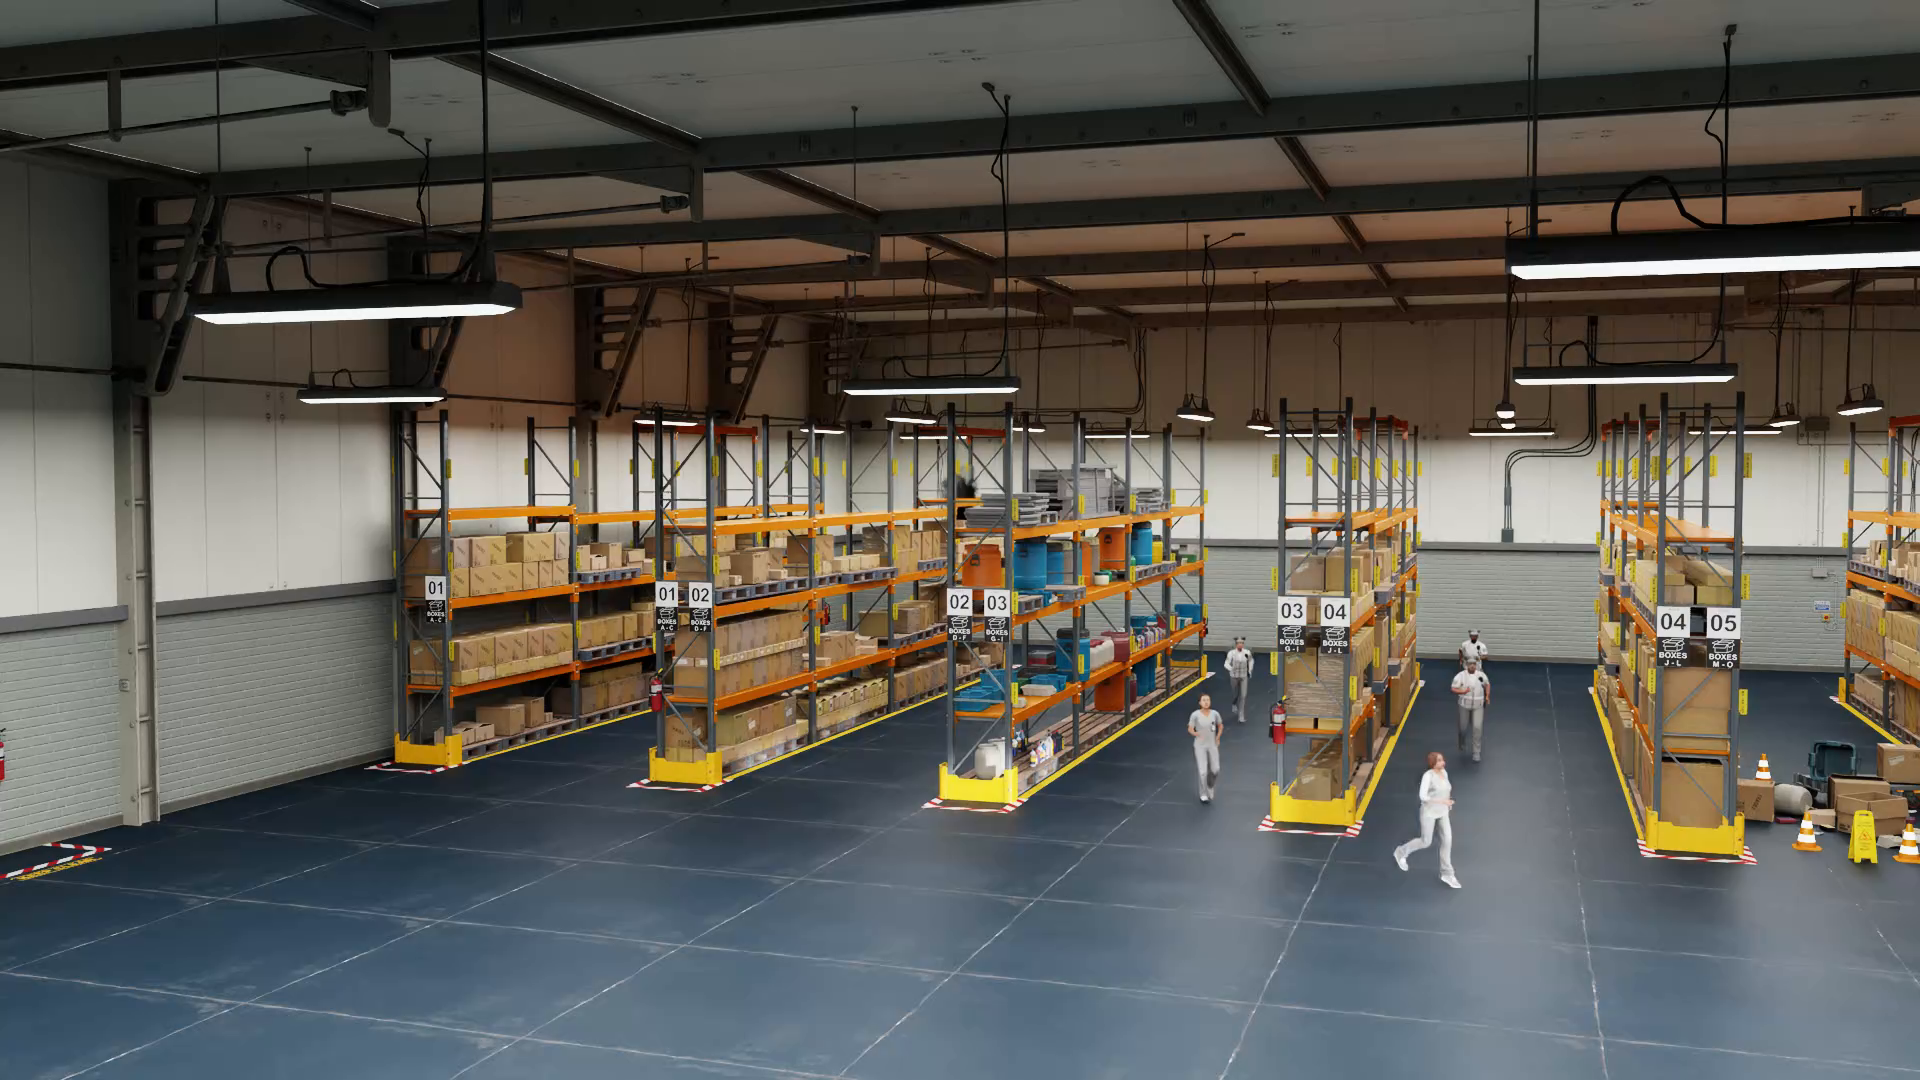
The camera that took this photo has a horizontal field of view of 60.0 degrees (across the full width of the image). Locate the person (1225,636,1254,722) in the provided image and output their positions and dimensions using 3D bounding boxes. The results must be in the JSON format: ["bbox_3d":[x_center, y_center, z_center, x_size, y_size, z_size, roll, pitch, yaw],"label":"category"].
[{"bbox_3d":[5.574,2.740,33.171,0.600,1.681,0.892,0,2,5],"label":"person"}]

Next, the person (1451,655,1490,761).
[{"bbox_3d":[8.827,2.863,28.715,0.665,1.761,0.987,1,2,12],"label":"person"}]

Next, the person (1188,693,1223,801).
[{"bbox_3d":[3.695,3.107,24.872,0.554,1.626,0.548,0,2,-1],"label":"person"}]

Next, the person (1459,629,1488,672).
[{"bbox_3d":[10.564,2.680,34.235,0.547,1.737,0.864,1,3,12],"label":"person"}]

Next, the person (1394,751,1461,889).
[{"bbox_3d":[5.697,3.340,20.130,0.550,1.603,0.882,-2,3,-34],"label":"person"}]
